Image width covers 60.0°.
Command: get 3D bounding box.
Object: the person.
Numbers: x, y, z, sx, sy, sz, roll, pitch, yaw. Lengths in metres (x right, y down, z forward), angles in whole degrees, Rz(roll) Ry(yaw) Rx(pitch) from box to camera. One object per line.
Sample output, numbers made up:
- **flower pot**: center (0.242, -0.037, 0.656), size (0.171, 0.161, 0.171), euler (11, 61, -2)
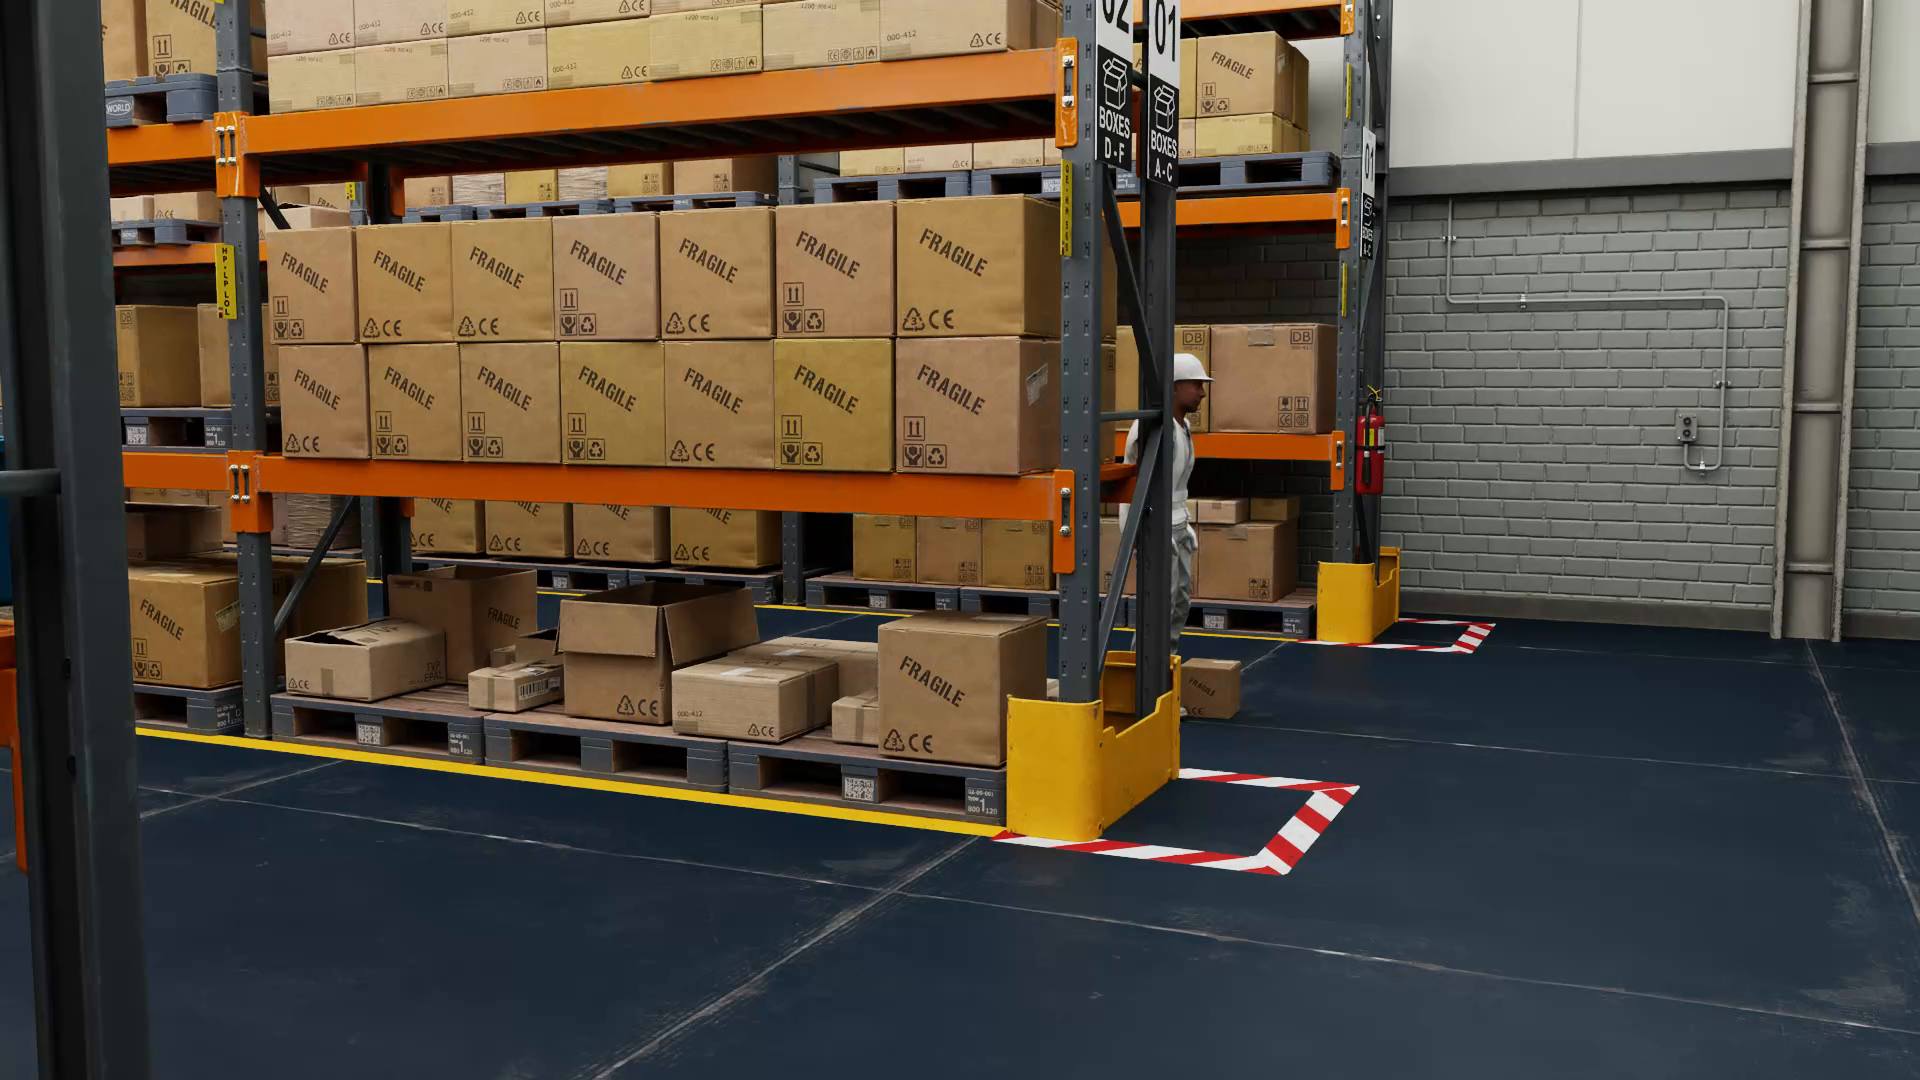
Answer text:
- **person**: center (1.028, -0.032, 8.248), size (0.447, 1.775, 0.633), euler (2, 6, 21)
